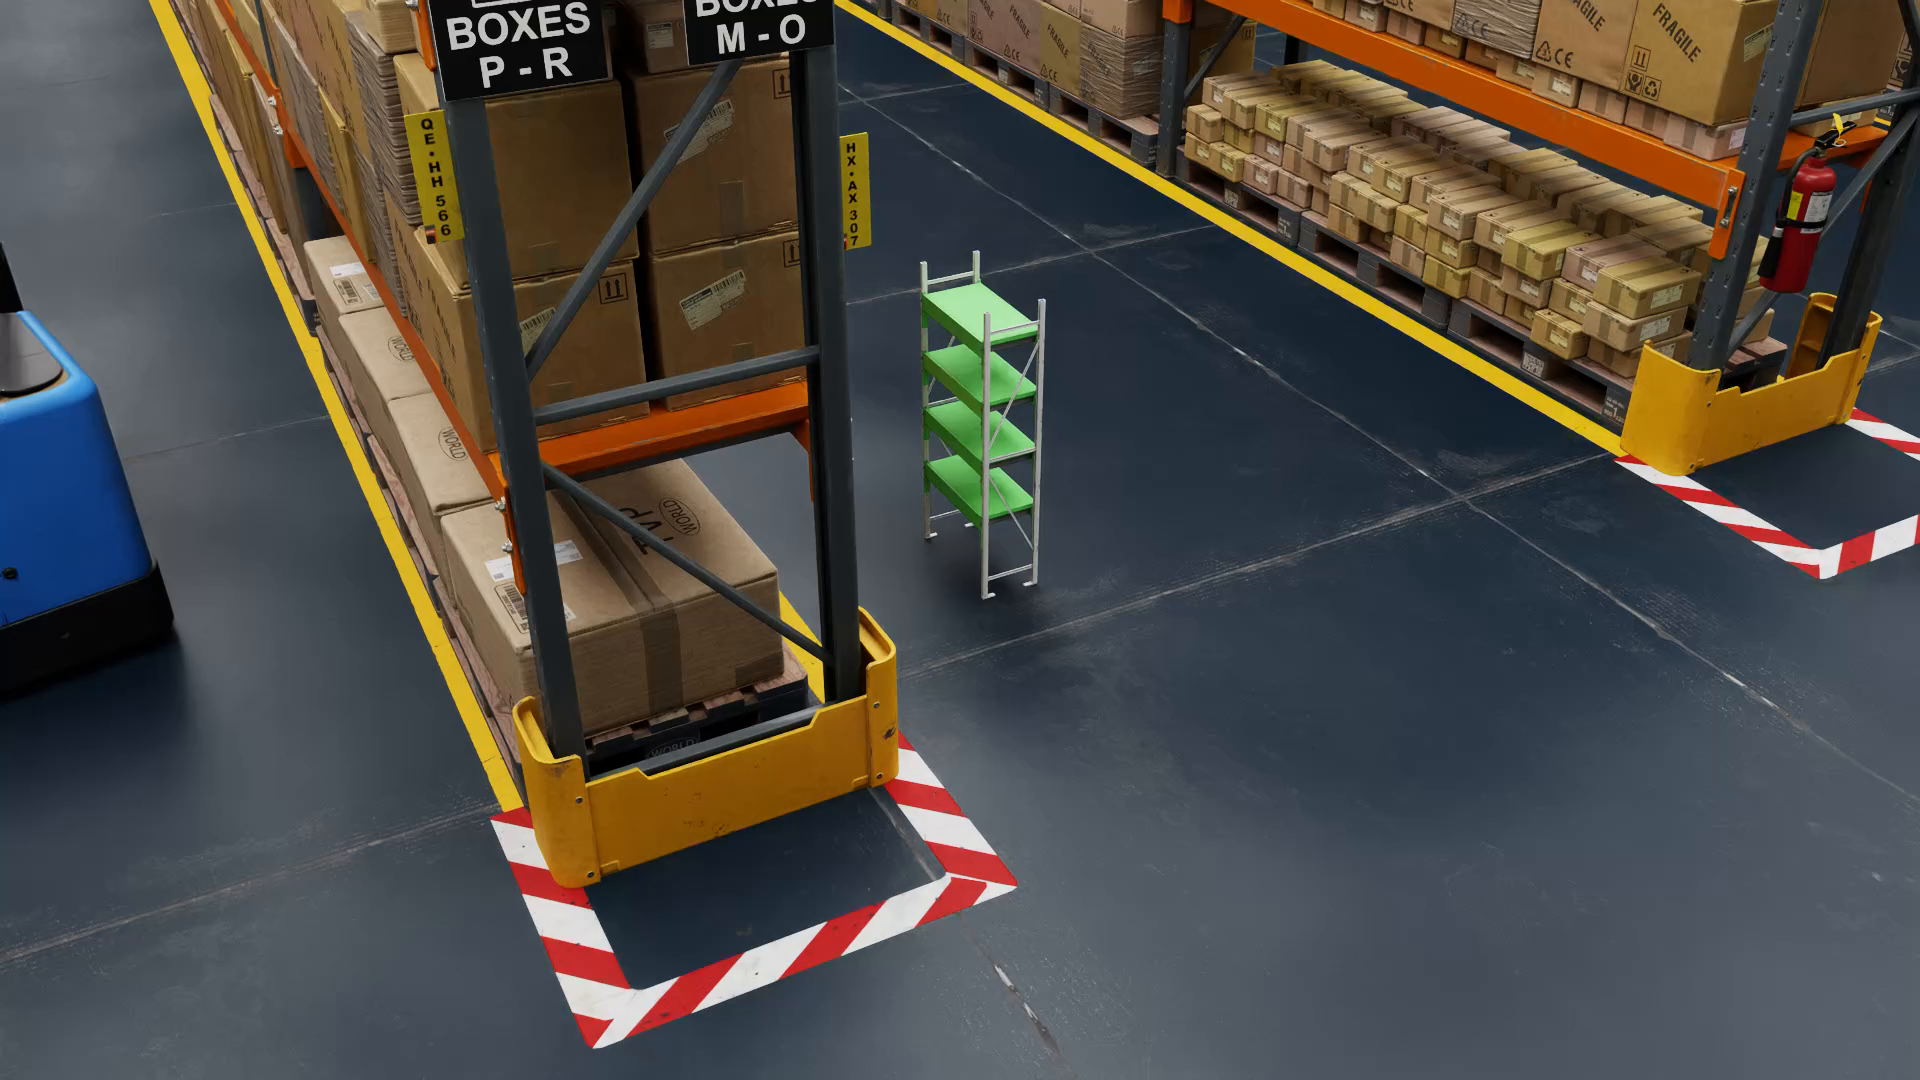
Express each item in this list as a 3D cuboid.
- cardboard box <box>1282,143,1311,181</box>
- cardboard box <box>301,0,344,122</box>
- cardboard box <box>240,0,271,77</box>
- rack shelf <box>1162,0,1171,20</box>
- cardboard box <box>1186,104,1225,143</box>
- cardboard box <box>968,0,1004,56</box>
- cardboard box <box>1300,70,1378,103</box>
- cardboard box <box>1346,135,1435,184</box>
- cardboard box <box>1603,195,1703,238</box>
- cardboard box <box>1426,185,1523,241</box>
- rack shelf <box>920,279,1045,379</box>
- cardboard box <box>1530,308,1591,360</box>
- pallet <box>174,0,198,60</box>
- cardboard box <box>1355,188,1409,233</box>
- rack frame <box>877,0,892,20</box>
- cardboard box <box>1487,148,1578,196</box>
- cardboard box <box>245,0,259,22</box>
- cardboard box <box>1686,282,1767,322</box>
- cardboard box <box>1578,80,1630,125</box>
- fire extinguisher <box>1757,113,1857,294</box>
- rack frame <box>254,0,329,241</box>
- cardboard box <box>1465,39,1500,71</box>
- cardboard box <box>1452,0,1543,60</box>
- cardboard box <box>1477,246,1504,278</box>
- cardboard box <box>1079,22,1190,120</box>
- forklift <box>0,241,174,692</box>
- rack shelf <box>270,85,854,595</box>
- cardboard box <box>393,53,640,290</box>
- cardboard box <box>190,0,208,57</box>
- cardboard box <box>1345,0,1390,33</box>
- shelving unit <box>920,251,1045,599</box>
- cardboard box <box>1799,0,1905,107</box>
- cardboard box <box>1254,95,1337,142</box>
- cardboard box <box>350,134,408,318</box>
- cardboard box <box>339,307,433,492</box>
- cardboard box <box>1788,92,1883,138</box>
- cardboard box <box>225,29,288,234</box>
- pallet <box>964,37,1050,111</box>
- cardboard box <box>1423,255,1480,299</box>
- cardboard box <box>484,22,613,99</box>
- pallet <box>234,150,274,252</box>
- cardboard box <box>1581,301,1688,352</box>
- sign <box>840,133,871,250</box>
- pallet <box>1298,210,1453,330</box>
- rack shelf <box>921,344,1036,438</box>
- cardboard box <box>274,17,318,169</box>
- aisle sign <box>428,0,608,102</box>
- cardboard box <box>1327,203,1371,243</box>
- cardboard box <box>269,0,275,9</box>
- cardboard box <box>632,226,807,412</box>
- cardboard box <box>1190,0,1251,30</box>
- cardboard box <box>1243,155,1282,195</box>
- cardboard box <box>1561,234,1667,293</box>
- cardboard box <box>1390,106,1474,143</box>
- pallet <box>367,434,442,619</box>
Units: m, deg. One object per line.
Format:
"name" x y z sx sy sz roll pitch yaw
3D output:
"cardboard box" 2.030 -2.139 9.286 0.380 0.149 0.250 -18 37 -25
"cardboard box" -1.955 -1.777 5.723 0.500 0.500 0.500 -16 36 -23
"cardboard box" -3.086 -2.420 7.886 0.500 0.250 0.500 -17 36 -24
"rack shelf" 0.745 -4.278 11.313 1.077 0.370 4.000 -16 36 -23
"cardboard box" 1.564 -2.474 9.809 0.380 0.149 0.250 -14 35 -21
"cardboard box" 0.398 -3.775 11.789 0.500 0.500 0.500 -17 36 -24
"cardboard box" 2.228 -2.637 9.787 0.380 0.149 0.250 -15 36 -23
"cardboard box" 2.281 -2.012 8.812 0.380 0.149 0.250 -17 37 -25
"cardboard box" 3.360 -1.533 8.065 0.380 0.149 0.250 -16 36 -23
"cardboard box" 2.533 -1.613 8.189 0.380 0.149 0.250 -15 35 -21
"rack shelf" 0.077 -0.777 6.079 0.258 0.148 0.480 -16 36 -23
"cardboard box" 2.904 -0.990 7.768 0.380 0.149 0.250 -15 35 -22
"pallet" -5.447 -4.022 12.833 1.003 0.211 1.213 -16 36 -23
"cardboard box" 2.292 -1.742 8.666 0.380 0.149 0.250 -15 36 -23
"rack frame" -0.187 -5.535 12.609 1.000 3.000 0.127 -16 36 -23
"cardboard box" 2.968 -1.903 8.641 0.380 0.149 0.250 -15 36 -22
"cardboard box" -3.075 -2.629 7.749 0.500 0.250 0.500 -16 36 -23
"cardboard box" 3.526 -1.134 7.716 0.380 0.149 0.250 -14 35 -21
"cardboard box" 2.928 -1.940 7.230 0.380 0.149 0.250 -16 36 -24
"fire extinguisher" 3.252 -1.291 6.402 0.296 0.674 0.183 -16 36 -23
"rack frame" -2.654 -2.333 7.611 1.000 3.000 0.127 -16 36 -23
"cardboard box" 2.618 -2.333 7.844 0.380 0.149 0.250 -17 37 -25
"cardboard box" 2.625 -2.521 7.536 0.500 0.500 0.500 -16 36 -23
"cardboard box" 2.766 -1.401 8.133 0.380 0.149 0.250 -16 36 -24
"cardboard box" 1.110 -3.040 10.643 0.500 0.500 0.500 -17 36 -24
"forklift" -4.248 -1.298 6.059 1.130 2.935 3.031 -25 40 -33
"rack shelf" -1.722 -1.076 6.315 1.077 0.370 4.000 -16 36 -23
"cardboard box" -1.224 -1.057 4.600 0.500 0.500 0.500 -15 35 -22
"cardboard box" -4.774 -3.584 11.611 0.950 0.372 0.625 -18 37 -26
"cardboard box" 2.178 -2.687 8.396 0.380 0.149 0.250 -14 35 -21
"shelving unit" 0.077 -0.426 6.303 0.258 1.200 0.503 -16 36 -23
"cardboard box" 3.578 -2.168 6.985 0.500 0.500 0.500 -14 35 -21
"cardboard box" 1.893 -2.382 9.389 0.380 0.149 0.250 -16 36 -24
"cardboard box" -1.717 -1.116 5.619 0.500 0.500 0.500 -15 36 -22
"cardboard box" -2.038 -0.677 7.012 0.875 0.438 0.875 -17 36 -24
"cardboard box" 3.682 -1.849 7.088 0.380 0.149 0.250 -16 36 -23
"cardboard box" -3.442 -2.320 9.171 0.875 0.875 0.875 -15 36 -22
"pallet" 0.741 -3.406 11.871 1.003 0.211 1.213 -16 36 -23
"cardboard box" 2.555 -1.358 8.342 0.380 0.149 0.250 -18 37 -25
"cardboard box" -1.134 -1.281 4.348 0.380 0.149 0.250 -15 36 -22
"pallet" -3.653 -2.091 9.818 1.003 0.211 1.213 -16 36 -23
"cardboard box" 3.044 -0.999 7.506 0.380 0.149 0.250 -17 36 -24
"sign" -0.295 -0.959 4.590 0.100 0.325 0.005 -16 36 -23
"pallet" 2.595 -1.557 8.985 1.003 0.211 1.213 -16 36 -23
"rack shelf" 0.077 -0.574 6.208 0.258 0.148 0.480 -16 36 -23
"cardboard box" -2.436 -1.844 6.755 0.500 0.500 0.500 -16 36 -23
"aisle sign" -1.030 -1.406 3.755 0.394 0.787 0.004 -16 36 -23
"cardboard box" 2.204 -1.739 8.937 0.380 0.149 0.250 -17 36 -24
"cardboard box" -2.646 -2.508 6.864 0.500 0.500 0.500 -16 36 -23
"cardboard box" -0.759 -0.767 5.074 0.500 0.500 0.500 -16 36 -23
"cardboard box" 1.567 -3.485 10.642 0.500 0.250 0.500 -18 37 -25
"cardboard box" 1.849 -2.115 9.525 0.380 0.149 0.250 -16 36 -23
"cardboard box" 3.006 -1.267 7.650 0.380 0.149 0.250 -15 36 -22
"cardboard box" 2.611 -2.270 9.215 0.380 0.149 0.250 -18 37 -25
"pallet" -1.796 -0.193 6.856 1.003 0.211 1.213 -16 36 -23
